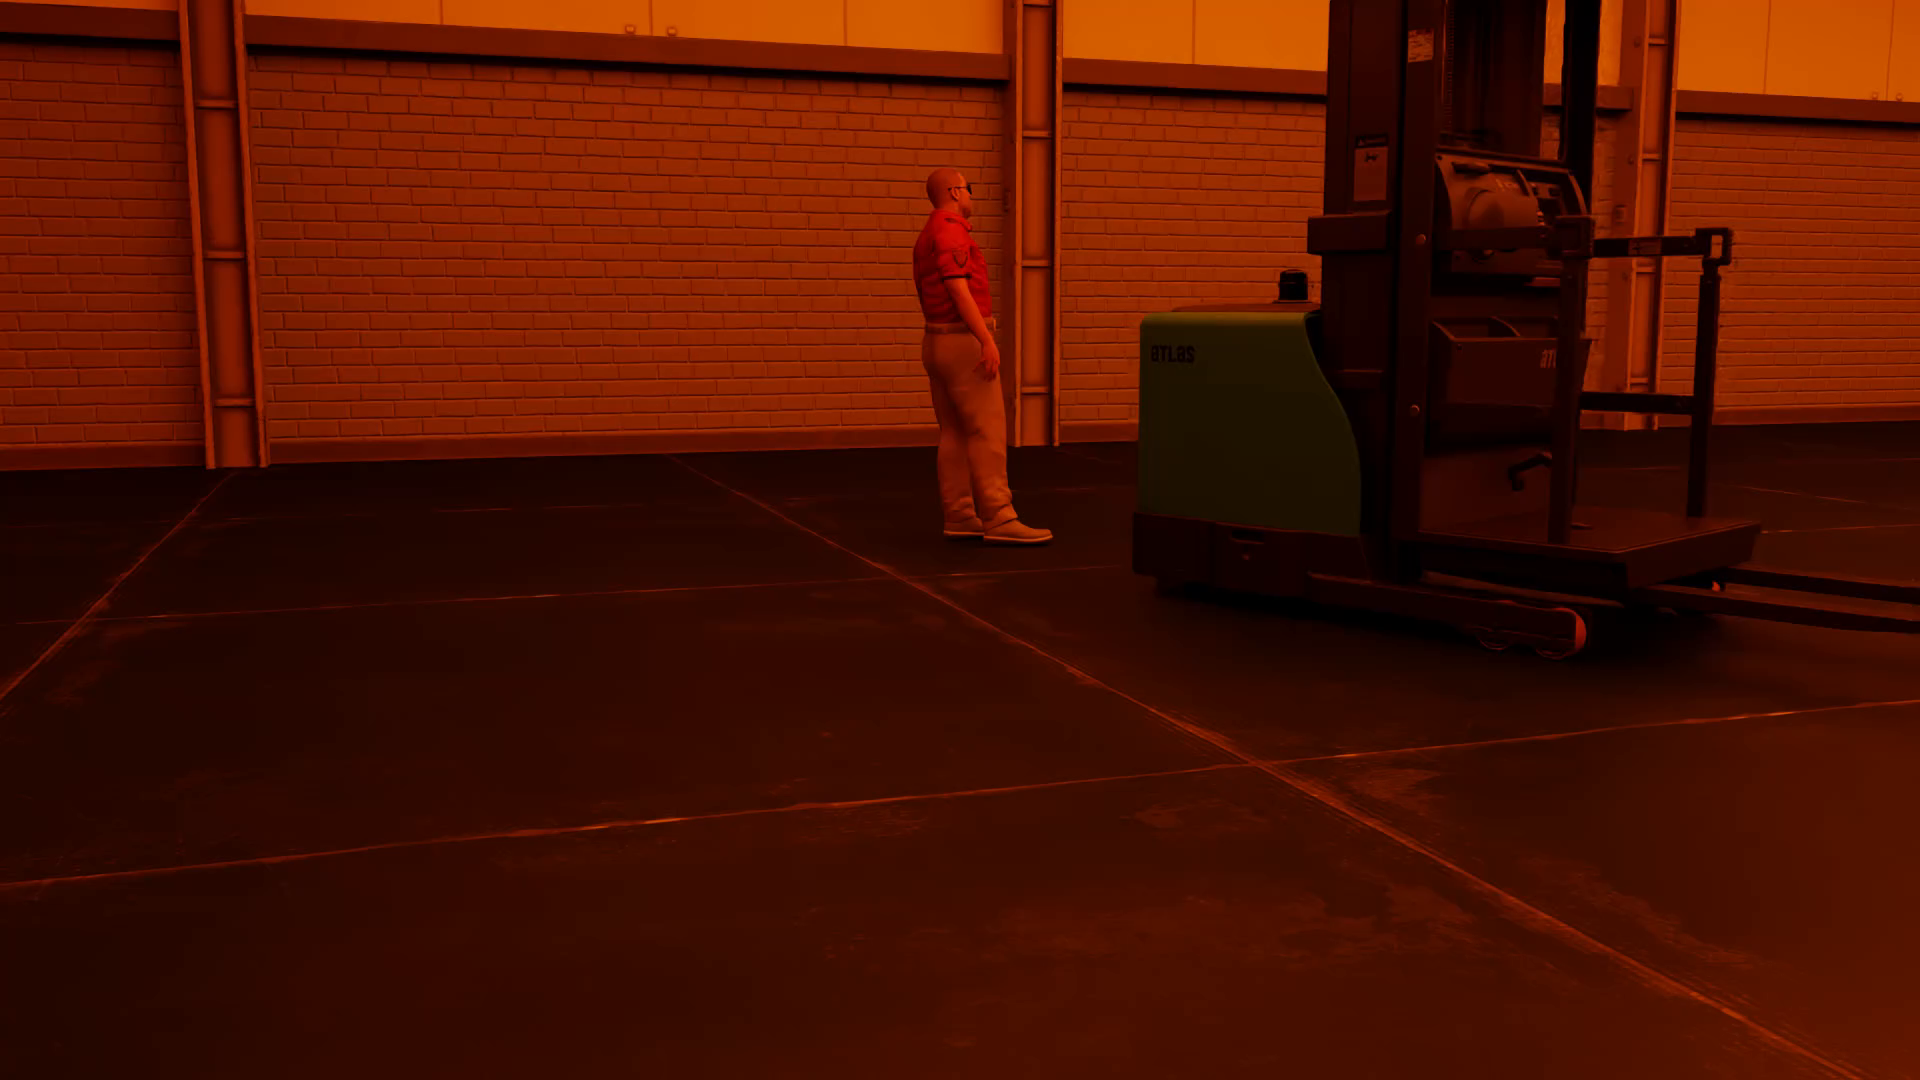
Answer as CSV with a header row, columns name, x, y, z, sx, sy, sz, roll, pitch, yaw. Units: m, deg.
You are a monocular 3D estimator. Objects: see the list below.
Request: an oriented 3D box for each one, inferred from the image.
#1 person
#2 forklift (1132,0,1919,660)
name,x,y,z,sx,sy,sz,roll,pitch,yaw
person,0.089,-0.867,7.824,0.550,1.728,0.641,-3,8,-18
forklift,2.043,-1.157,5.550,1.130,2.935,3.031,-7,11,-42
